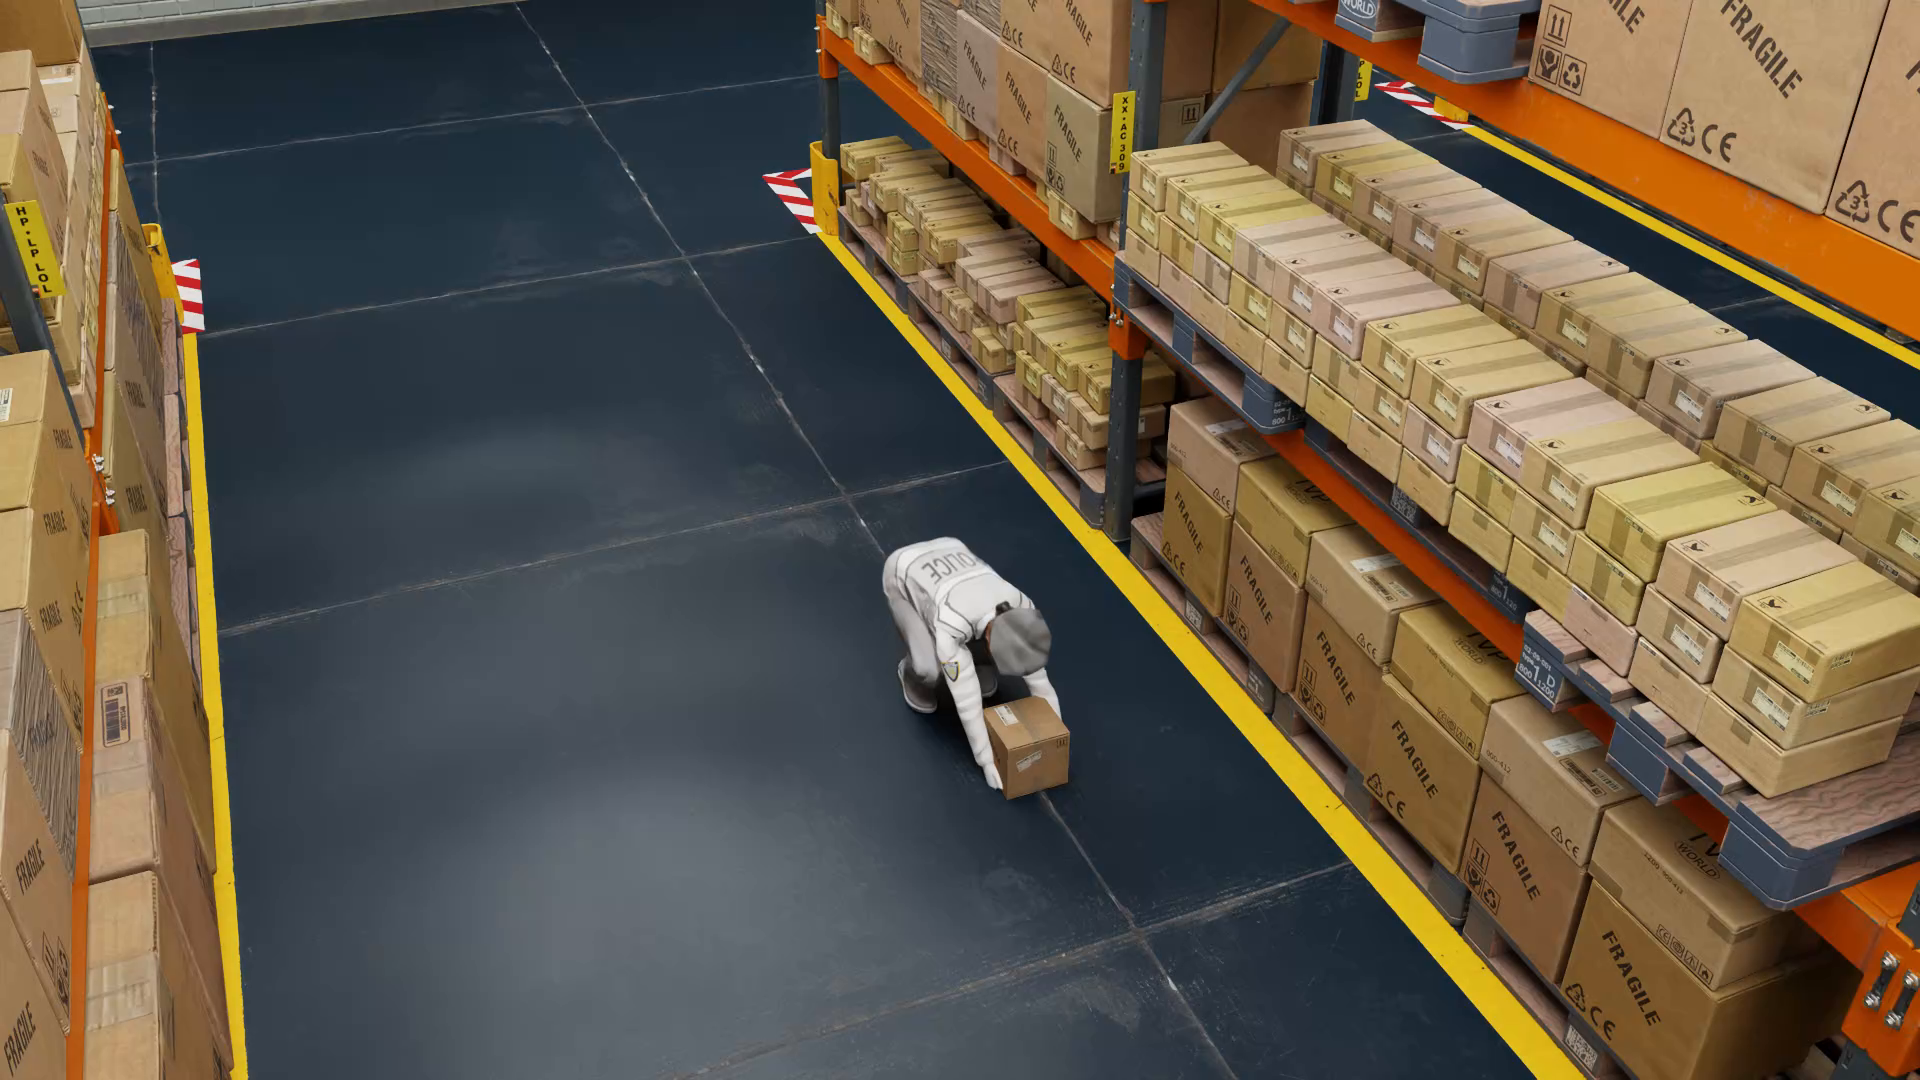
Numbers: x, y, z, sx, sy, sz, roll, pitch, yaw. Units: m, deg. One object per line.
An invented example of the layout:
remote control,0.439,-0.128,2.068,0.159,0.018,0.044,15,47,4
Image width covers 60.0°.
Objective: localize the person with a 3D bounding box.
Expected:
person,0.037,0.416,6.408,0.474,0.734,0.971,-14,36,-20
